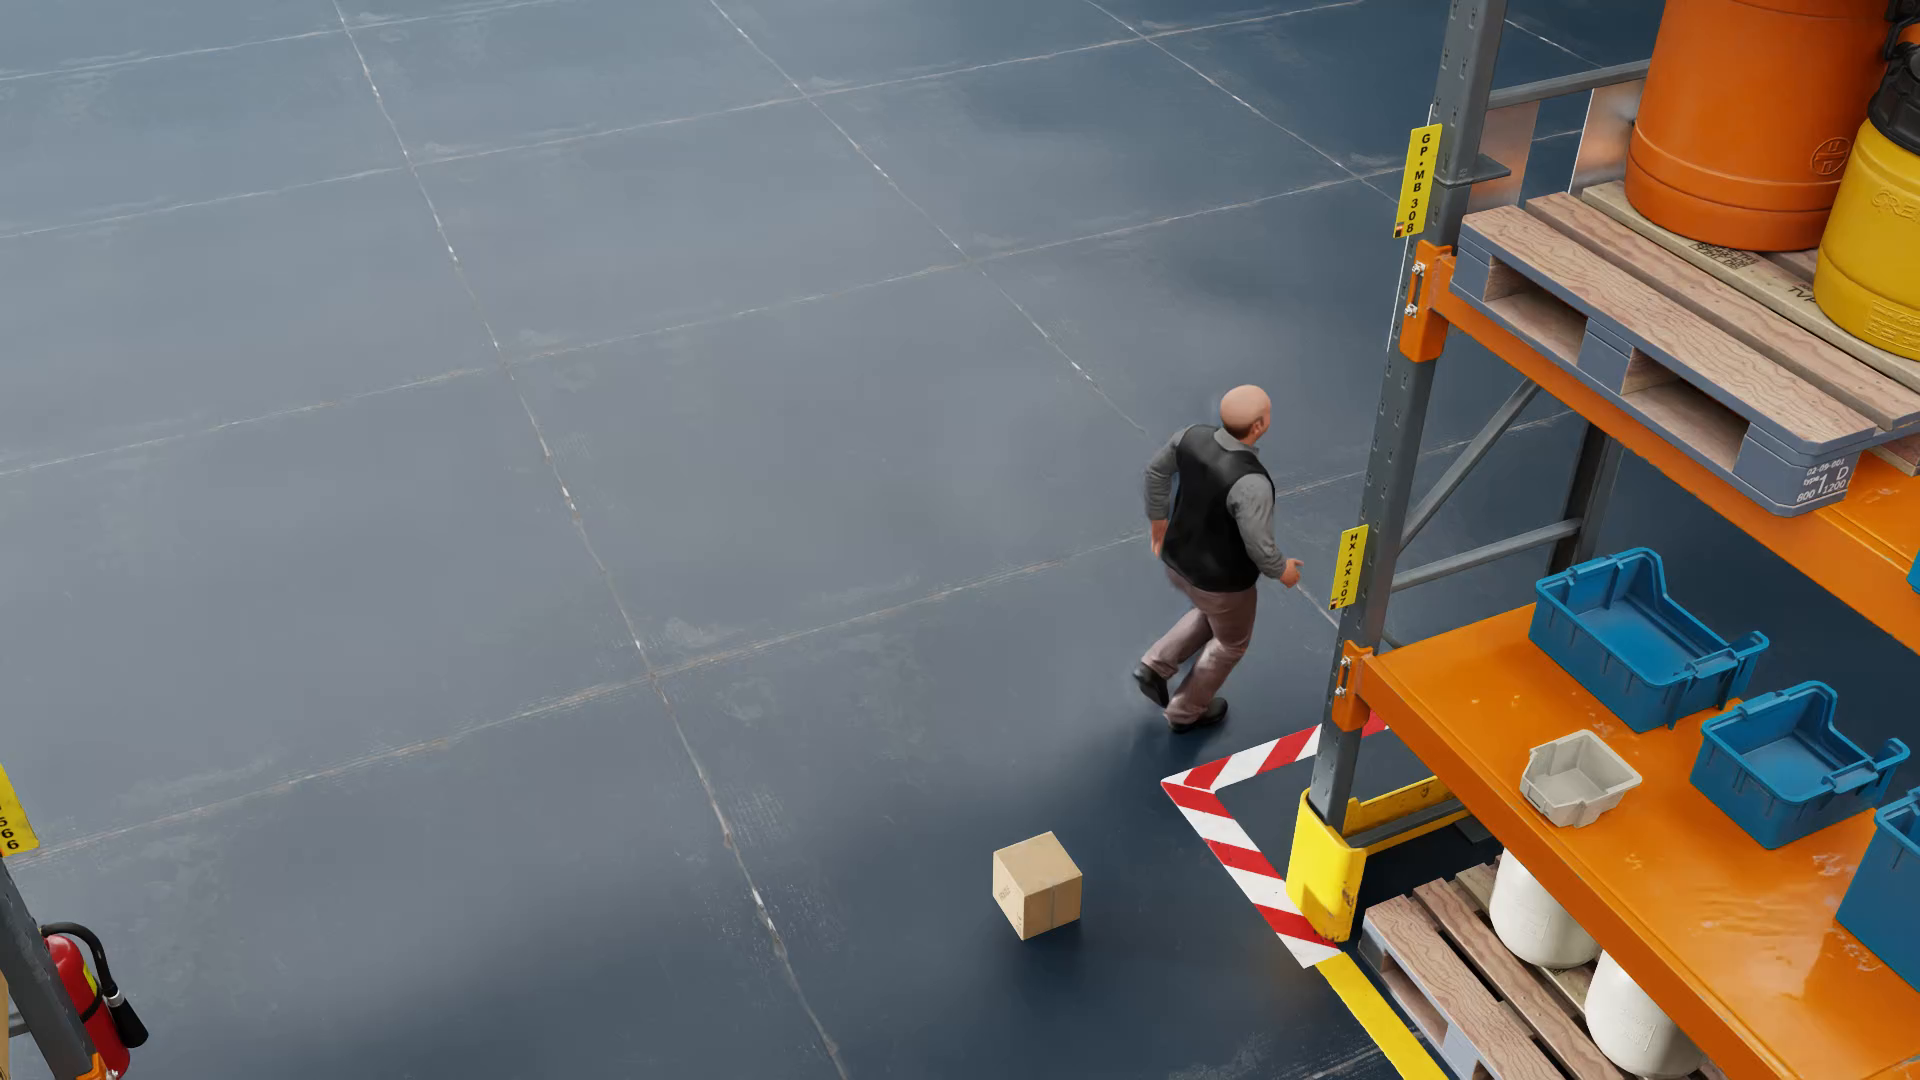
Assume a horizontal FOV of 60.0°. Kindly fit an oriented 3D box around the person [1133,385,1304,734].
[{"bbox_3d":[1.035,0.125,6.817,0.562,1.580,0.687,-18,41,-22],"label":"person"}]
